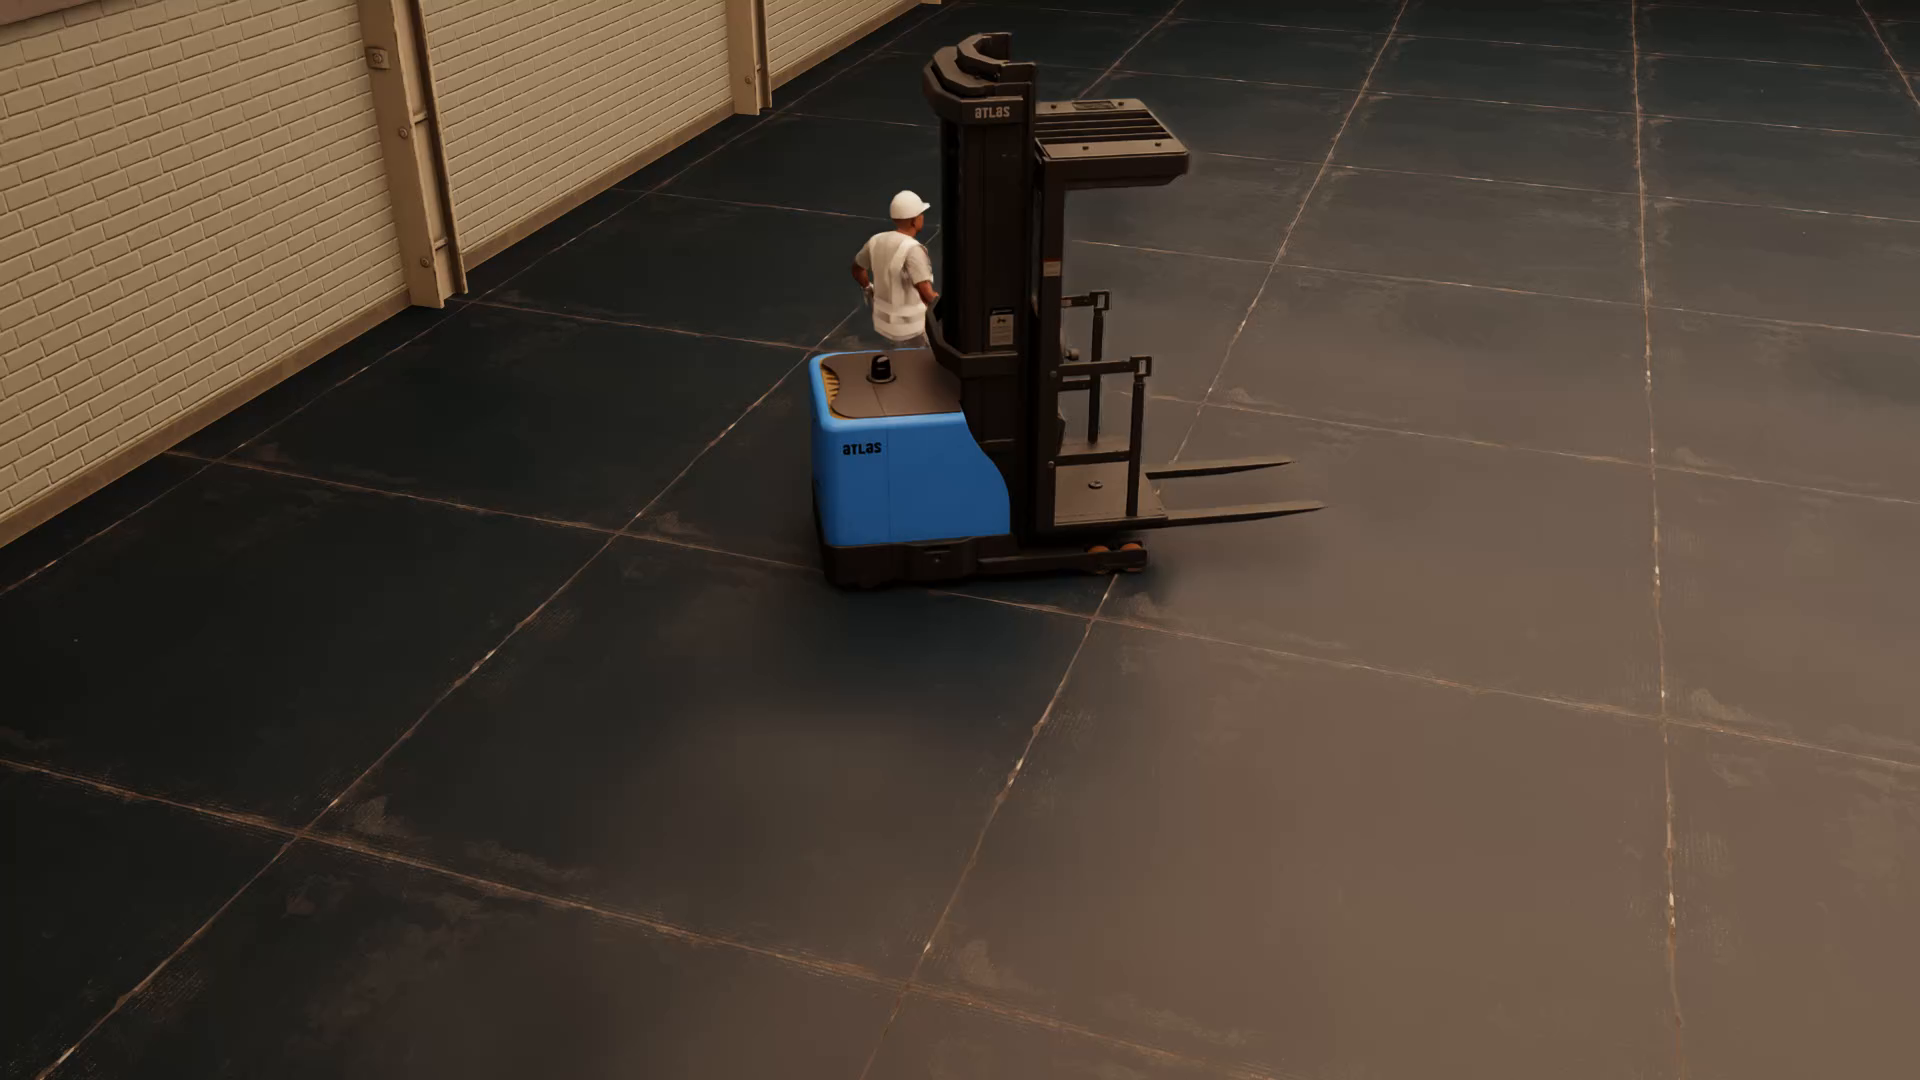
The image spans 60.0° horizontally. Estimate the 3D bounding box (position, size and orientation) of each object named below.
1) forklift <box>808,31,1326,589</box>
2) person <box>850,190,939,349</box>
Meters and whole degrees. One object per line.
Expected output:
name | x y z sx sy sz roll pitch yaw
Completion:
forklift | 0.652 -1.325 9.460 3.031 2.935 1.130 -5 30 -8
person | -0.216 -1.485 10.988 0.733 1.711 0.993 -18 34 -28
